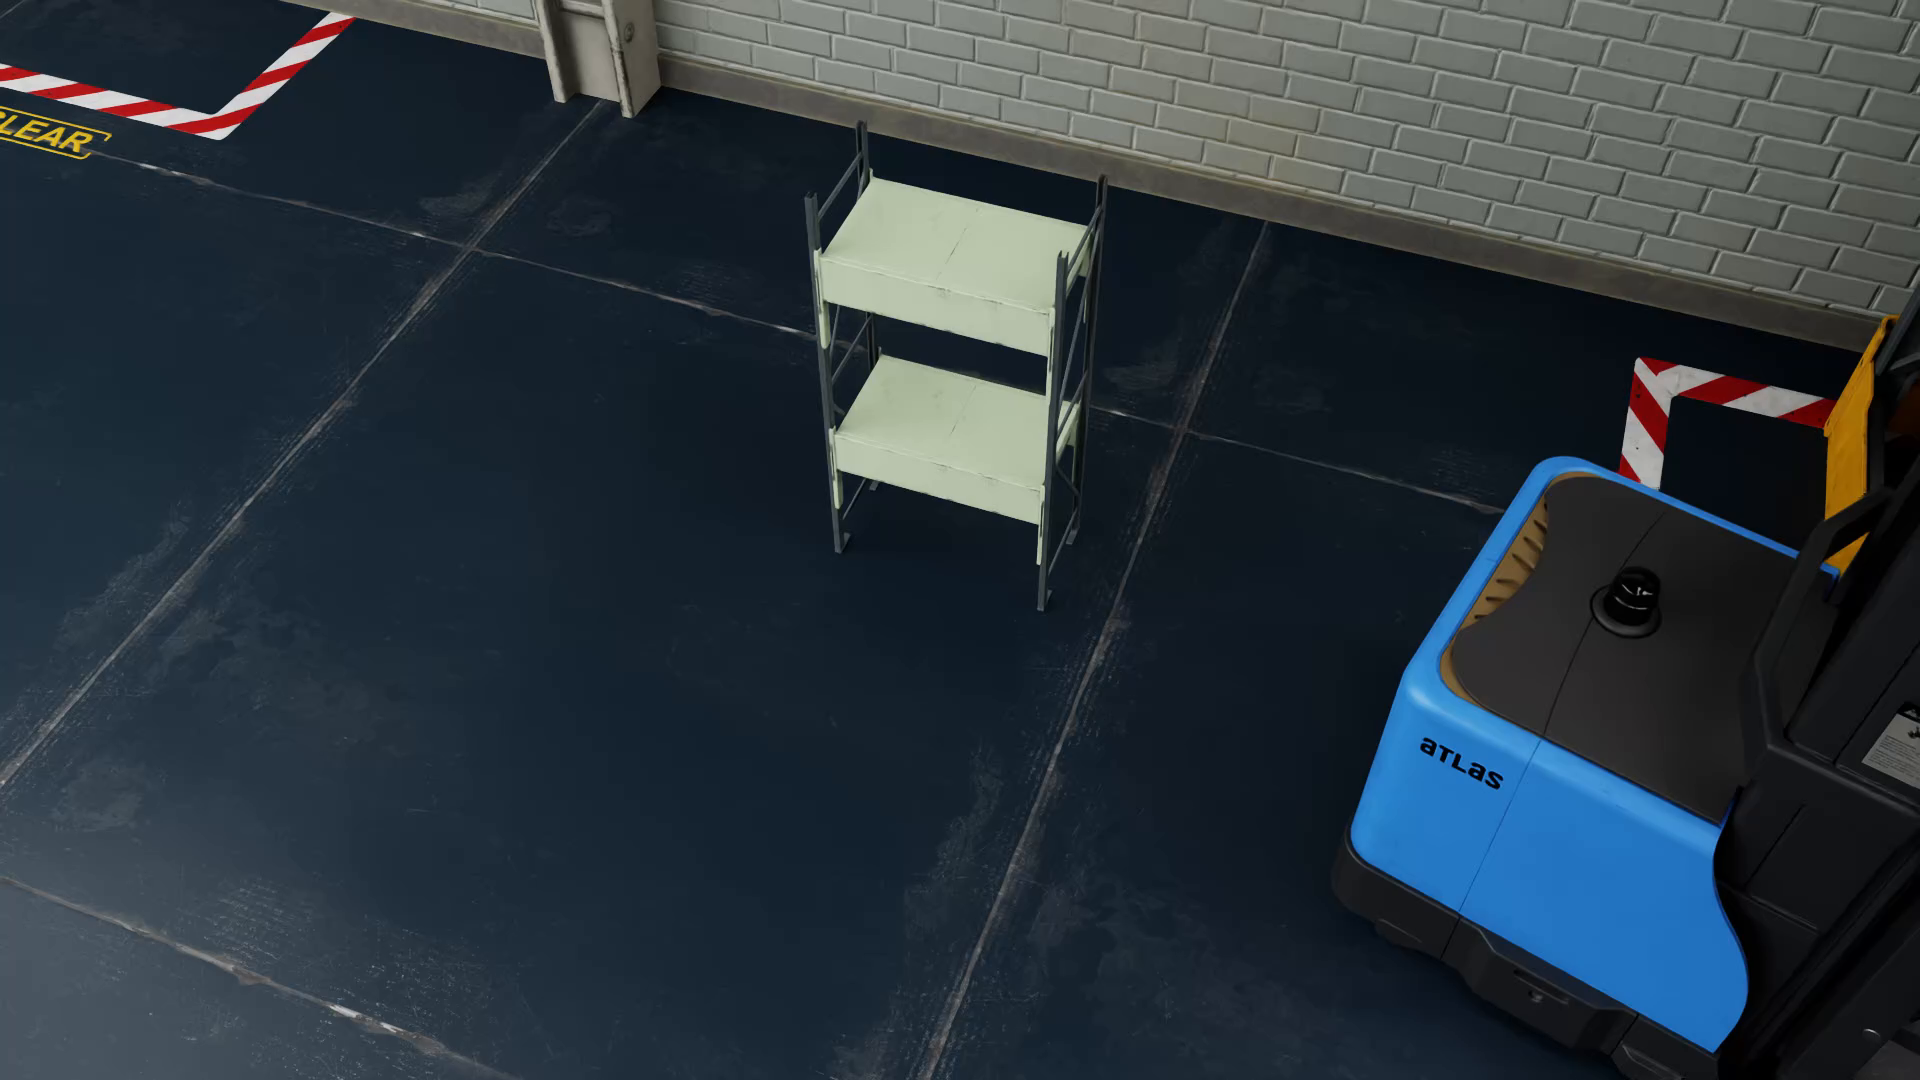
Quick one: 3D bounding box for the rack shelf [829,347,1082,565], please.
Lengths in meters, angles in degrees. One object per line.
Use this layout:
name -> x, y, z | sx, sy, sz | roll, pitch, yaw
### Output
rack shelf -> -0.006, -0.279, 5.431 | 0.720, 0.370, 0.431 | 16, 51, 13

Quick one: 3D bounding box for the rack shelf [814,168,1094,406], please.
rack shelf -> -0.006, -0.749, 4.890 | 0.720, 0.370, 0.431 | 16, 51, 13

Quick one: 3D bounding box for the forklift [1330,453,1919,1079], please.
forklift -> 2.571, 0.422, 3.445 | 3.031, 2.935, 1.130 | 28, 55, 22

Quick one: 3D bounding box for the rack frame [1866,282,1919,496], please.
rack frame -> 3.090, -1.011, 4.641 | 0.127, 3.000, 1.000 | 16, 51, 13

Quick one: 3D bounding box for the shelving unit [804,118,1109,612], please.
shelving unit -> -0.006, -0.493, 5.185 | 0.755, 1.500, 0.431 | 16, 51, 13

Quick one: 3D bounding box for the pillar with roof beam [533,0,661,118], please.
pillar with roof beam -> -3.074, -1.925, 1.463 | 0.400, 9.000, 9.100 | 16, 51, 13

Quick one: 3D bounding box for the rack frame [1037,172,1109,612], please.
rack frame -> 0.337, -0.397, 5.102 | 0.023, 1.500, 0.400 | 16, 51, 13

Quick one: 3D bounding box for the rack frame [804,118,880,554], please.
rack frame -> -0.350, -0.589, 5.268 | 0.023, 1.500, 0.400 | 16, 51, 13

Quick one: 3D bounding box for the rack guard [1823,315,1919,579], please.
rack guard -> 3.161, -0.172, 5.568 | 0.348, 0.500, 1.175 | 16, 51, 13
